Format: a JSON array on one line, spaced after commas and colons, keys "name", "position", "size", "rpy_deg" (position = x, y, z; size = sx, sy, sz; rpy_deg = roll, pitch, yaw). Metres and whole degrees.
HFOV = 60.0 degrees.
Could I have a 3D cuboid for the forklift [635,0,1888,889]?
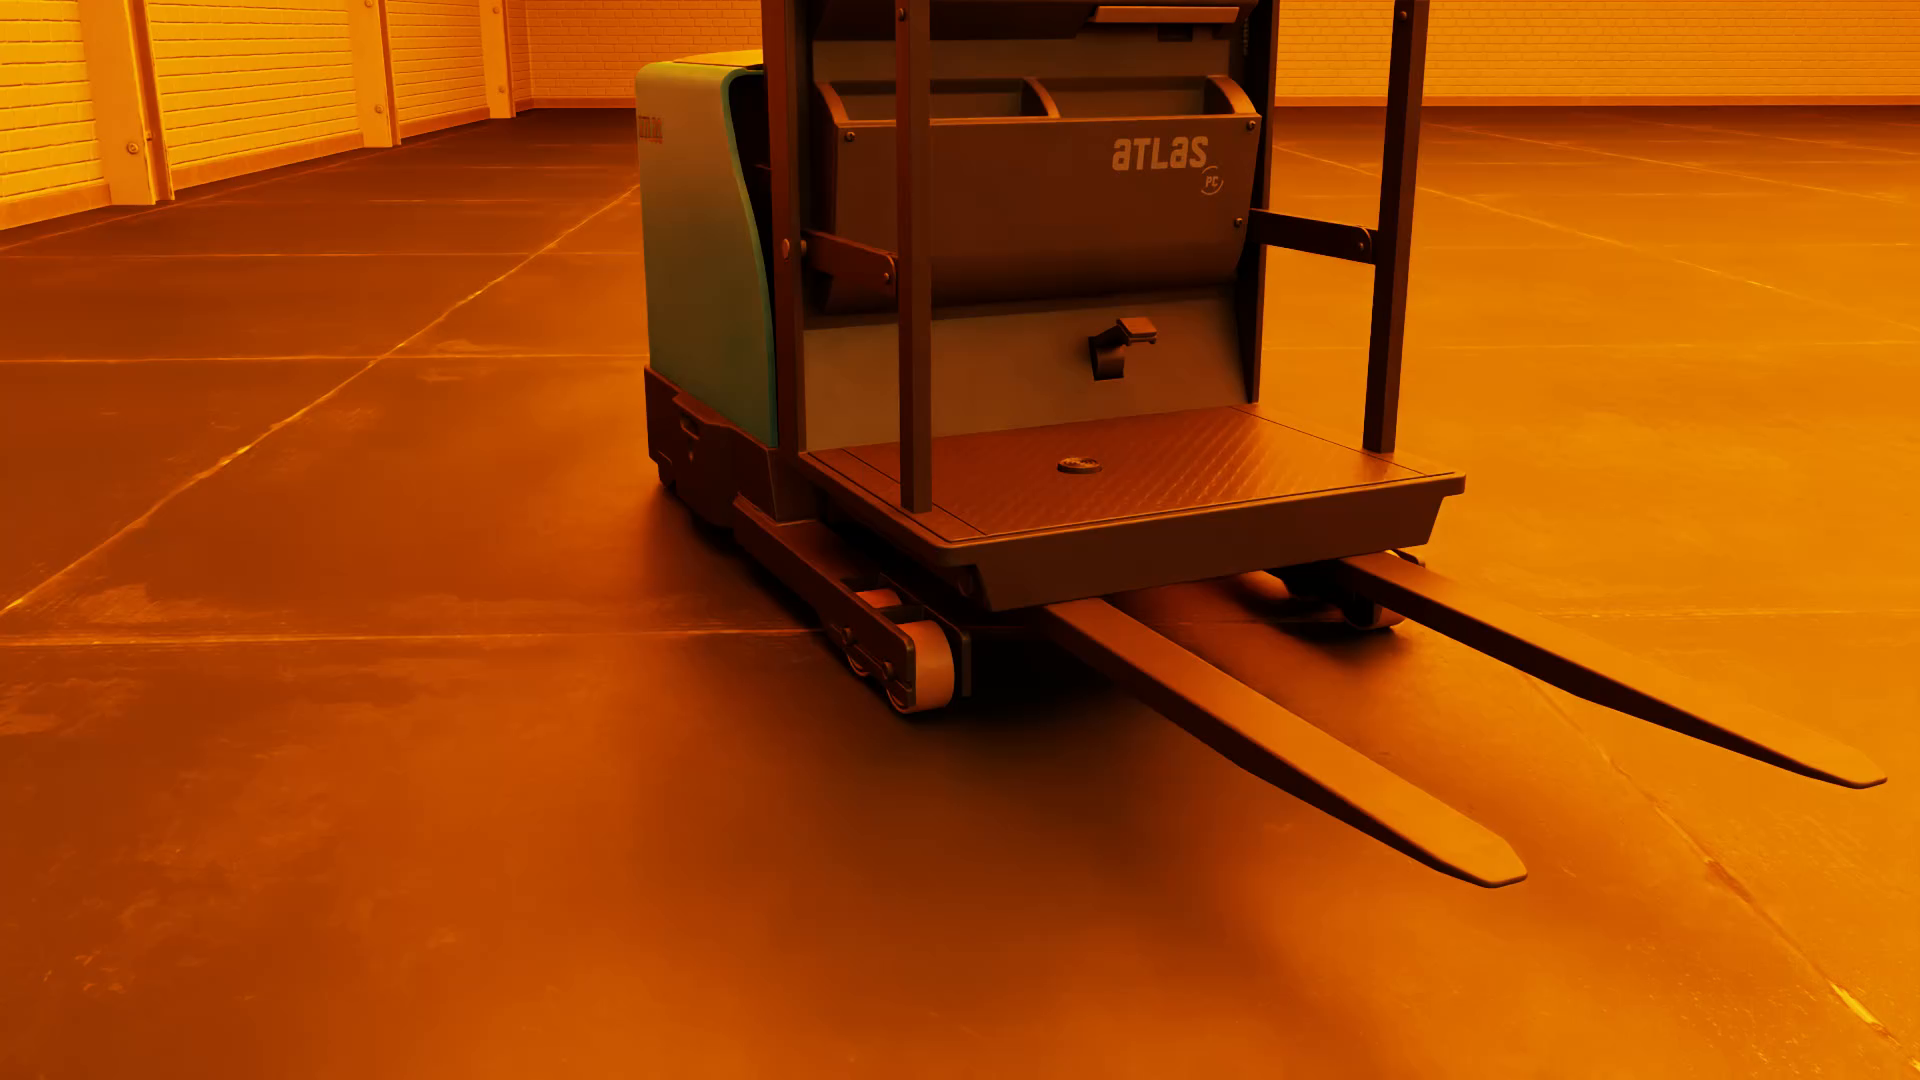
[{"name": "forklift", "position": [0.258, -1.240, 2.962], "size": [1.130, 2.935, 3.031], "rpy_deg": [-8, 19, -24]}]
